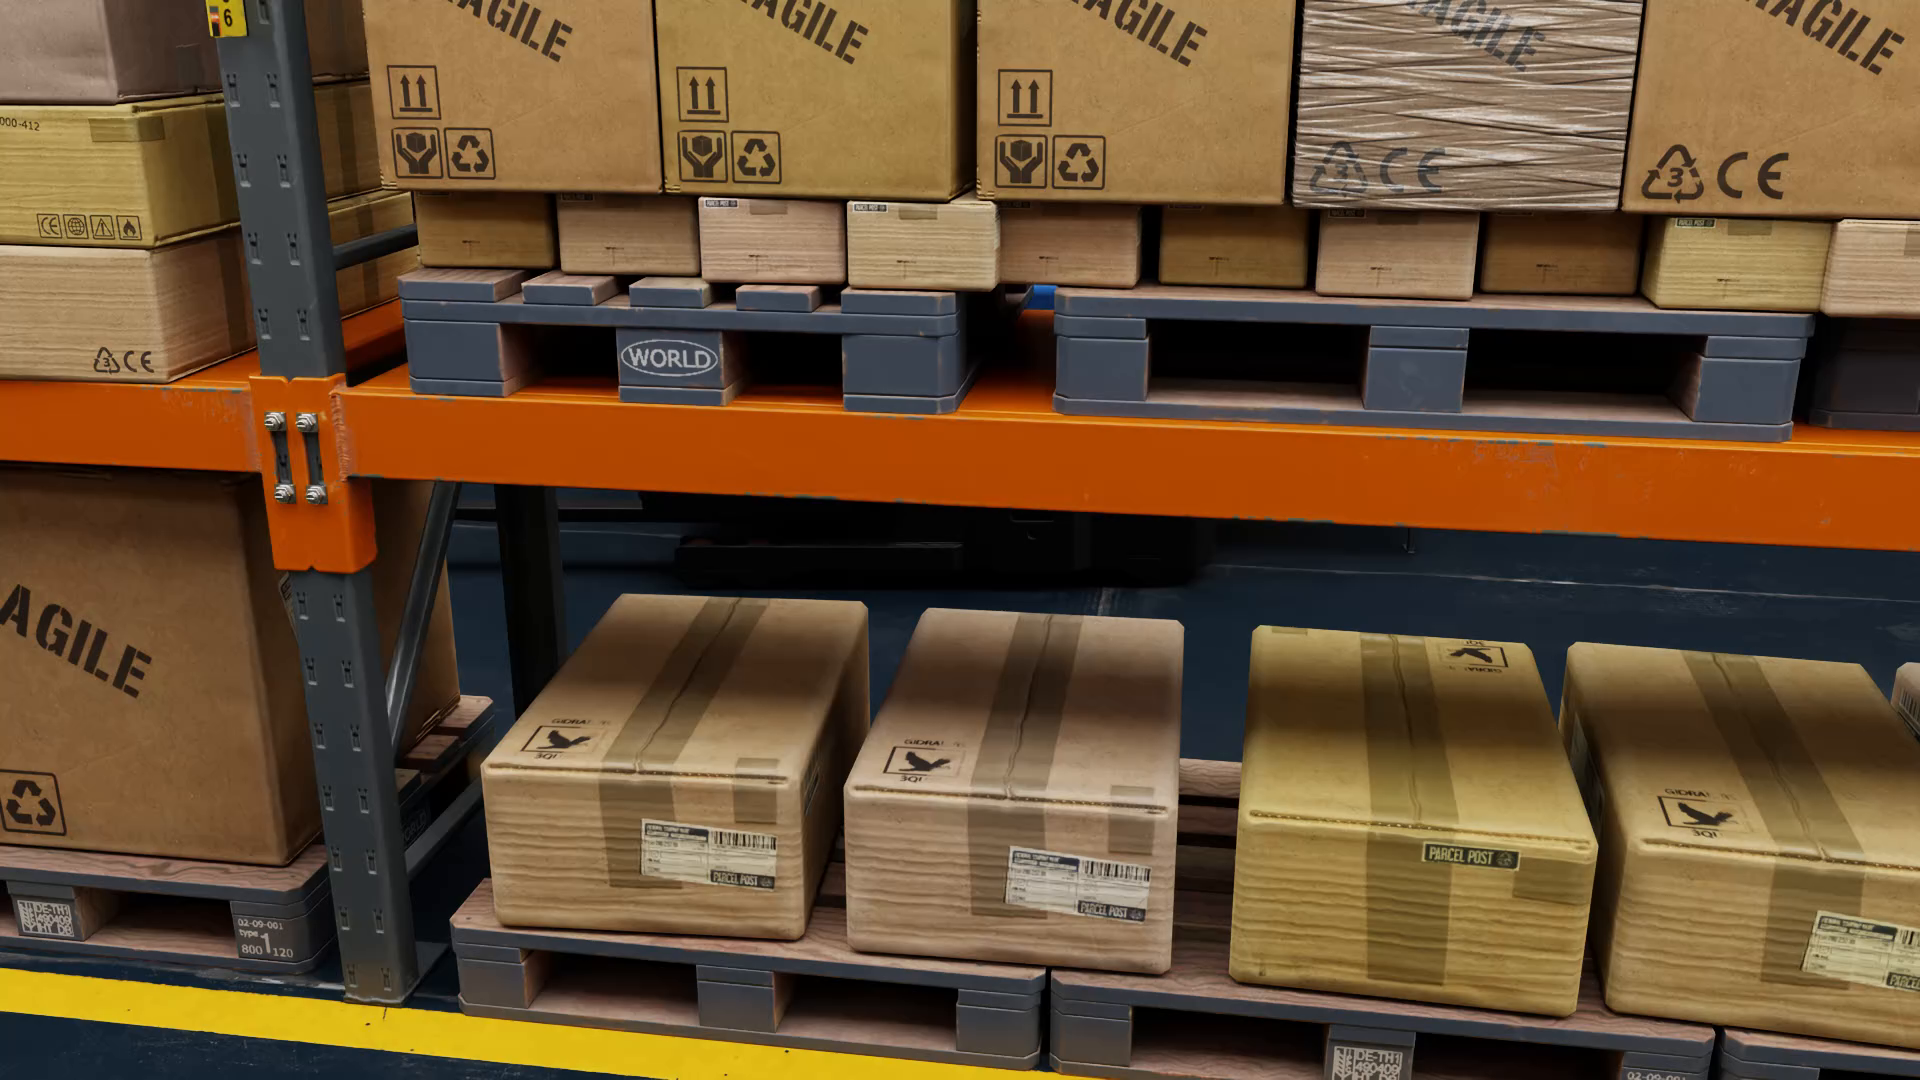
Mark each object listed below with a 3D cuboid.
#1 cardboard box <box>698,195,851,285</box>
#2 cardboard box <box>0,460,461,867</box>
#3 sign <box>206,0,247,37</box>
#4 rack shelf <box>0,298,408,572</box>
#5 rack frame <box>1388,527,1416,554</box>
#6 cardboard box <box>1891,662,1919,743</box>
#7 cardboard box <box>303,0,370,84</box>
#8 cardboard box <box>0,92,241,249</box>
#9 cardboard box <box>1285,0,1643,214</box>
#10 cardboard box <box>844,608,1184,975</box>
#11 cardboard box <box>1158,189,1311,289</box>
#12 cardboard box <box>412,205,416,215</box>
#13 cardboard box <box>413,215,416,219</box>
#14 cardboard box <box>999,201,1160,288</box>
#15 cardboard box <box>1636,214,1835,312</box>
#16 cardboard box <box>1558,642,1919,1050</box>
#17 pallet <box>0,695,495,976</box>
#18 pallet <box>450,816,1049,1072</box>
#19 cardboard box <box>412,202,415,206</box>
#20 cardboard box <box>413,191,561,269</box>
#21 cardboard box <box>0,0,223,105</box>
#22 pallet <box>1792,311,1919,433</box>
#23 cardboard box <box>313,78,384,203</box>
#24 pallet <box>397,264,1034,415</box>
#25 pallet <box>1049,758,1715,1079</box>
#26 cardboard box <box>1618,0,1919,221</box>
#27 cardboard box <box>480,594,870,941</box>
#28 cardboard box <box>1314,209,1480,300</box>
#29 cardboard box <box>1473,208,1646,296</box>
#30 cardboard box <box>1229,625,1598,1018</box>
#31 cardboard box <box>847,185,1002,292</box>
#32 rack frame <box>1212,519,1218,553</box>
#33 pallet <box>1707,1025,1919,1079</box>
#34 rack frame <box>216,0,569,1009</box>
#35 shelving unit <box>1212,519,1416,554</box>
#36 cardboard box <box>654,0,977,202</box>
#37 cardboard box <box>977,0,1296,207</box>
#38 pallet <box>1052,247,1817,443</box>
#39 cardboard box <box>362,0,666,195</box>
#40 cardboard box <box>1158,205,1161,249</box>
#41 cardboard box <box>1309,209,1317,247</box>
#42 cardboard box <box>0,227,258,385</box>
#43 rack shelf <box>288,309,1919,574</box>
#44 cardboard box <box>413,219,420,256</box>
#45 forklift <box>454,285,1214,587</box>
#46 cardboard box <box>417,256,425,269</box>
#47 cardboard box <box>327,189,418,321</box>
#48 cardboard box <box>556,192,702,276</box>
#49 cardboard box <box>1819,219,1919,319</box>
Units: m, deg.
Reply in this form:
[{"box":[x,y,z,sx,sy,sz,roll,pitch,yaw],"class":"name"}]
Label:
[{"box":[-0.304,-0.570,3.014,0.250,0.149,0.380,2,19,5],"class":"cardboard box"},{"box":[-1.801,0.130,3.874,0.875,0.875,0.875,3,19,8],"class":"cardboard box"},{"box":[-1.217,-0.993,2.718,0.005,0.325,0.100,3,19,9],"class":"sign"},{"box":[-3.107,-0.377,3.837,4.000,0.370,1.077,3,19,9],"class":"rack shelf"},{"box":[1.673,-0.722,6.096,0.023,1.500,0.400,0,19,1],"class":"rack frame"},{"box":[2.299,0.605,3.247,0.625,0.372,0.950,3,19,9],"class":"cardboard box"},{"box":[-1.580,-1.241,3.551,0.500,0.500,0.500,2,19,7],"class":"cardboard box"},{"box":[-1.651,-0.728,3.201,0.500,0.250,0.500,3,19,8],"class":"cardboard box"},{"box":[0.809,-0.834,2.780,0.500,0.500,0.500,2,19,7],"class":"cardboard box"},{"box":[0.154,0.495,3.575,0.625,0.372,0.950,3,19,8],"class":"cardboard box"},{"box":[0.500,-0.560,2.984,0.250,0.149,0.380,4,19,11],"class":"cardboard box"},{"box":[-2.866,-1.711,8.945,0.250,0.149,0.380,3,19,10],"class":"cardboard box"},{"box":[-2.931,-1.561,8.498,0.250,0.149,0.380,3,19,9],"class":"cardboard box"},{"box":[0.215,-0.562,2.990,0.250,0.149,0.380,4,19,12],"class":"cardboard box"},{"box":[1.260,-0.492,2.779,0.250,0.149,0.380,3,19,9],"class":"cardboard box"},{"box":[1.589,0.570,3.352,0.625,0.372,0.950,4,19,12],"class":"cardboard box"},{"box":[-1.899,0.641,4.054,1.213,0.211,1.003,3,19,9],"class":"pallet"},{"box":[-0.361,0.744,3.746,1.213,0.211,1.003,3,19,9],"class":"pallet"},{"box":[-3.130,-1.742,9.037,0.250,0.149,0.380,2,19,6],"class":"cardboard box"},{"box":[-0.841,-0.623,3.172,0.250,0.149,0.380,2,19,5],"class":"cardboard box"},{"box":[-1.684,-1.083,3.080,0.500,0.500,0.500,2,19,7],"class":"cardboard box"},{"box":[2.086,-0.409,3.102,1.213,0.211,1.003,3,19,9],"class":"pallet"},{"box":[-1.593,-0.887,3.674,0.500,0.250,0.500,3,19,8],"class":"cardboard box"},{"box":[-0.412,-0.524,3.445,1.003,0.211,1.213,3,19,9],"class":"pallet"},{"box":[0.840,0.807,3.560,1.213,0.211,1.003,3,19,9],"class":"pallet"},{"box":[1.326,-0.808,2.702,0.500,0.500,0.500,4,19,11],"class":"cardboard box"},{"box":[-0.576,0.461,3.678,0.625,0.372,0.950,2,19,5],"class":"cardboard box"},{"box":[0.747,-0.527,2.884,0.250,0.149,0.380,4,19,10],"class":"cardboard box"},{"box":[1.017,-0.537,2.915,0.250,0.149,0.380,2,19,7],"class":"cardboard box"},{"box":[0.902,0.535,3.455,0.625,0.372,0.950,4,19,10],"class":"cardboard box"},{"box":[-0.036,-0.550,2.953,0.250,0.149,0.380,3,19,9],"class":"cardboard box"},{"box":[0.941,-0.727,6.104,0.023,1.500,0.400,0,19,1],"class":"rack frame"},{"box":[2.048,0.867,3.379,1.213,0.211,1.003,3,19,9],"class":"pallet"},{"box":[-1.132,-0.618,3.422,0.127,3.000,1.000,3,19,9],"class":"rack frame"},{"box":[1.307,-0.725,6.100,0.755,1.500,0.431,0,19,1],"class":"shelving unit"},{"box":[-0.209,-0.886,2.936,0.500,0.500,0.500,4,19,11],"class":"cardboard box"},{"box":[0.316,-0.862,2.863,0.500,0.500,0.500,3,19,10],"class":"cardboard box"},{"box":[0.829,-0.440,3.193,1.213,0.211,1.003,3,19,9],"class":"pallet"},{"box":[-0.725,-0.910,3.008,0.500,0.500,0.500,2,19,7],"class":"cardboard box"},{"box":[0.510,-0.689,3.368,0.250,0.149,0.380,3,19,9],"class":"cardboard box"},{"box":[0.771,-0.702,3.407,0.250,0.149,0.380,2,19,7],"class":"cardboard box"},{"box":[-1.673,-0.491,3.279,0.500,0.250,0.500,2,19,7],"class":"cardboard box"},{"box":[0.843,-0.176,3.235,4.000,0.370,1.077,3,19,9],"class":"rack shelf"},{"box":[-2.687,-1.548,8.458,0.250,0.149,0.380,4,19,11],"class":"cardboard box"},{"box":[-0.623,-1.392,5.845,3.031,2.935,1.130,0,19,1],"class":"forklift"},{"box":[-2.837,-1.243,8.568,0.500,0.500,0.500,2,19,7],"class":"cardboard box"},{"box":[-1.575,-0.650,3.755,0.500,0.250,0.500,3,19,8],"class":"cardboard box"},{"box":[-0.567,-0.598,3.098,0.250,0.149,0.380,2,19,5],"class":"cardboard box"},{"box":[1.496,-0.468,2.709,0.250,0.149,0.380,3,19,9],"class":"cardboard box"}]
